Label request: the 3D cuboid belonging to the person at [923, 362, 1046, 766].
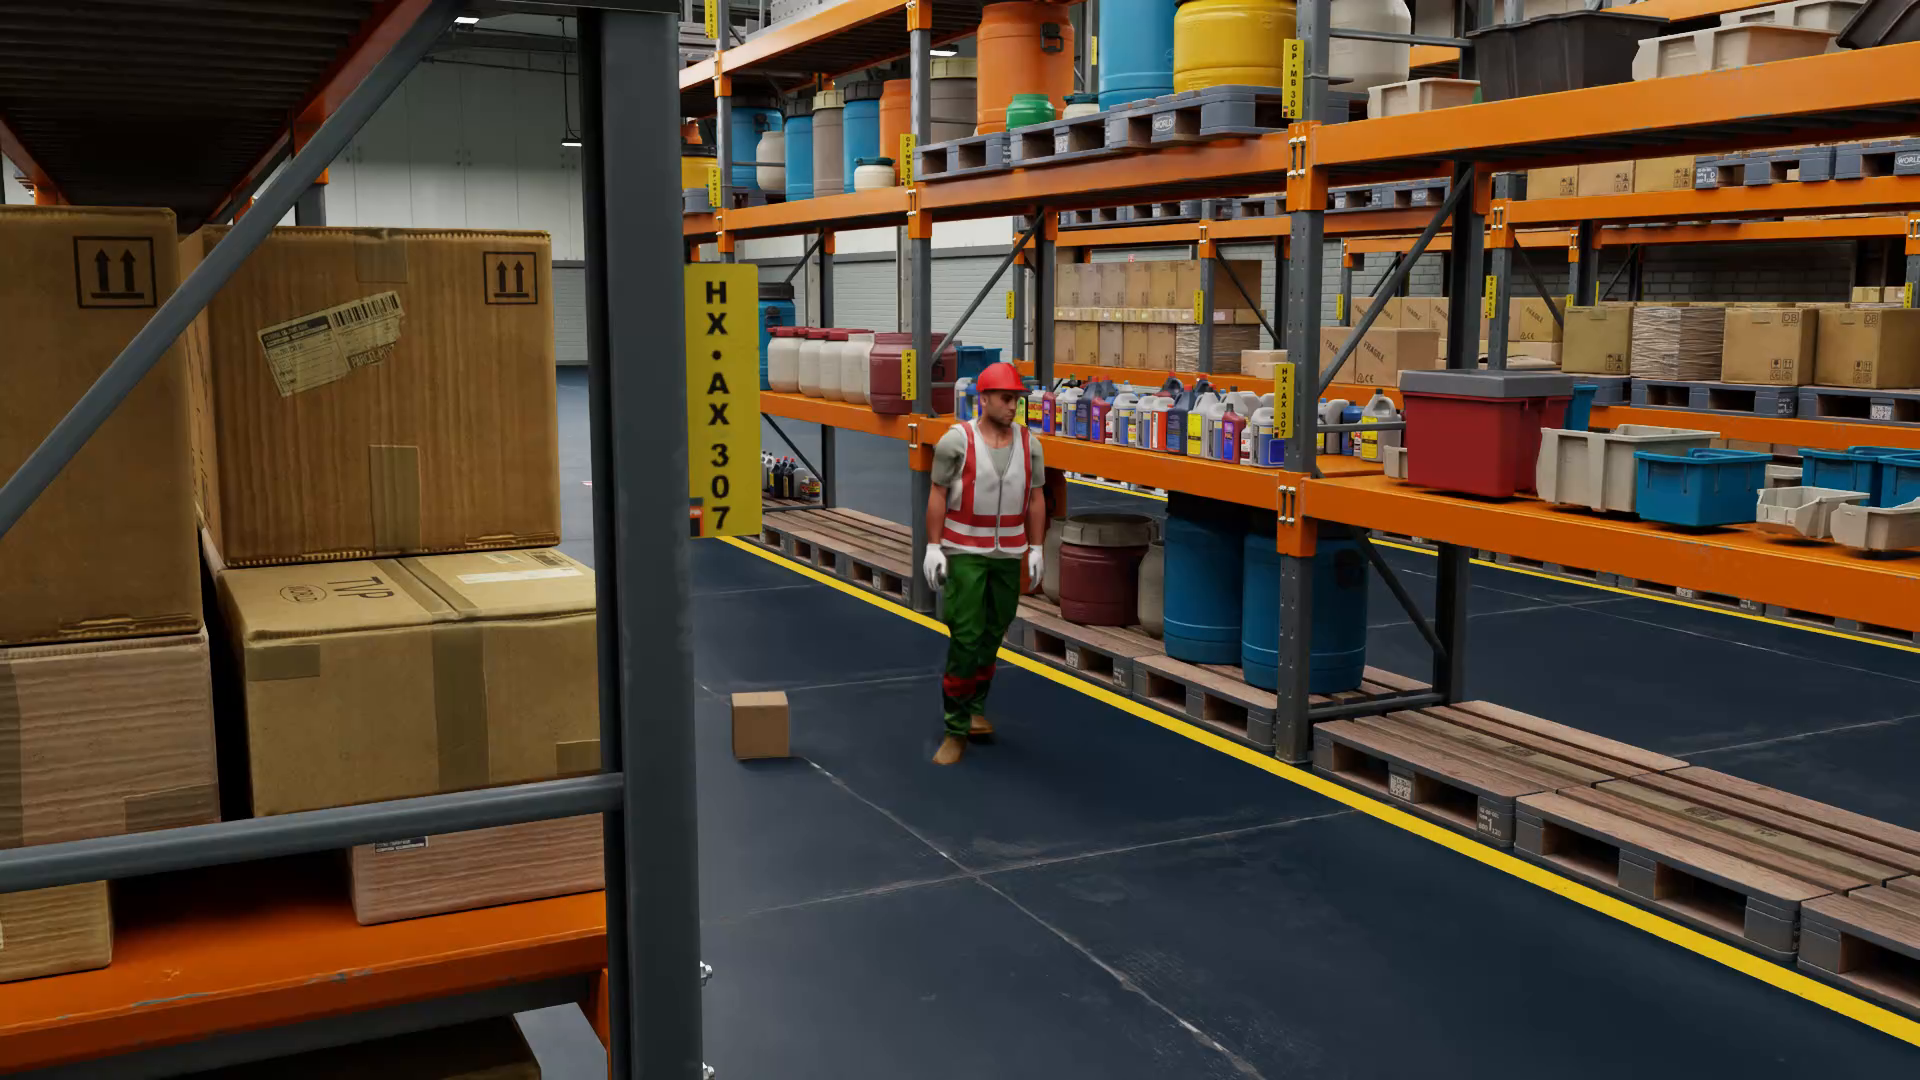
[{"bbox_3d":[0.089,0.096,7.700,0.618,1.836,0.537,-3,9,-22],"label":"person"}]
